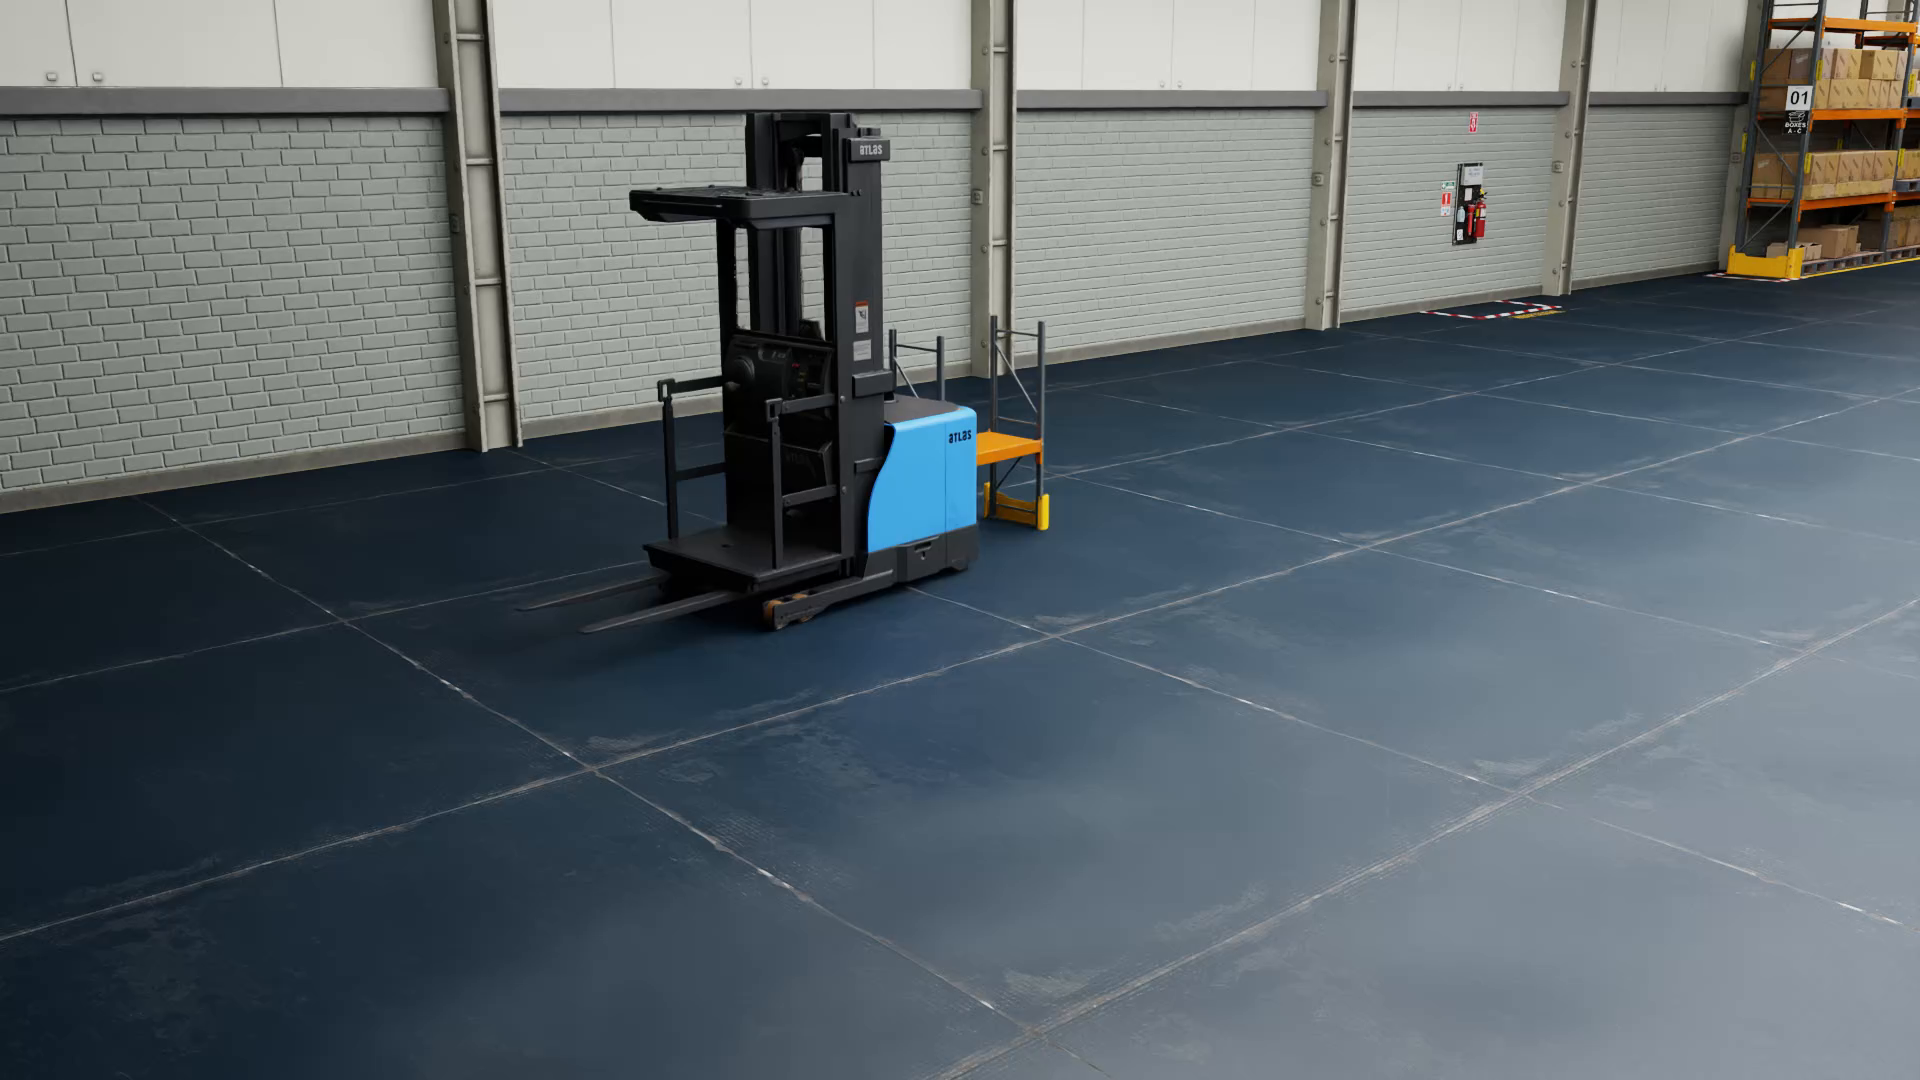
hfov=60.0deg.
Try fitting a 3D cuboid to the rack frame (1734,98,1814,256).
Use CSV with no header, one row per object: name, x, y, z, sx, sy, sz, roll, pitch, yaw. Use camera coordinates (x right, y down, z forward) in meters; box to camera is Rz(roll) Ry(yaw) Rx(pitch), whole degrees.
rack frame,13.982,-6.065,28.645,0.127,3.000,1.000,-13,19,-39

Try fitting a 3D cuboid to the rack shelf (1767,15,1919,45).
rack shelf,15.491,-8.954,29.233,4.000,0.370,1.077,-13,19,-39

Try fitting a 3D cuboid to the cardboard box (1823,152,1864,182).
cardboard box,15.694,-6.645,29.614,0.500,0.500,0.500,-12,19,-38

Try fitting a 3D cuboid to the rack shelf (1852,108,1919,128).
rack shelf,18.508,-8.184,32.156,4.000,0.370,1.077,-13,19,-39

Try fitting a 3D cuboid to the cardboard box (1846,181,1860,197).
cardboard box,15.712,-6.285,29.717,0.500,0.250,0.500,-12,19,-39

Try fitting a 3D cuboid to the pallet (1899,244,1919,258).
pallet,18.507,-5.736,32.814,1.213,0.211,1.003,-13,19,-39

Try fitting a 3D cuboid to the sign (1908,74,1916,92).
sign,17.362,-8.338,30.337,0.005,0.325,0.100,-13,19,-39

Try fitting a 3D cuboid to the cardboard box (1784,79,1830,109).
cardboard box,14.398,-7.581,28.272,0.500,0.500,0.500,-12,19,-38

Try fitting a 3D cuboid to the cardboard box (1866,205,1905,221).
cardboard box,17.874,-6.313,32.112,0.500,0.250,0.500,-13,20,-41

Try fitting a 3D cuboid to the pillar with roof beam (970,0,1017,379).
pillar with roof beam,3.189,-5.363,14.392,0.400,9.000,9.100,-13,19,-39

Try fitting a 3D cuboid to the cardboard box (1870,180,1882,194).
cardboard box,16.460,-6.458,30.367,0.500,0.250,0.500,-13,19,-39

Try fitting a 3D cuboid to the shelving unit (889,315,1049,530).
shelving unit,0.065,-0.763,11.701,0.587,1.500,1.083,14,20,42

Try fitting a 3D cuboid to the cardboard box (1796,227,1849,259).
cardboard box,15.579,-5.381,30.074,0.500,0.500,0.700,-14,21,-43

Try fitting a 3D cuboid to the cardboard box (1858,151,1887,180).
cardboard box,16.473,-6.817,30.256,0.500,0.500,0.500,-13,20,-40

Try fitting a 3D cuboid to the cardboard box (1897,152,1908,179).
cardboard box,17.406,-7.084,31.410,0.500,0.500,0.700,-13,19,-39

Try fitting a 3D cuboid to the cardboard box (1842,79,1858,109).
cardboard box,15.216,-7.753,28.919,0.500,0.500,0.500,-12,19,-37

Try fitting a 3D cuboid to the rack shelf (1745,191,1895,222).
rack shelf,15.491,-6.057,30.006,4.000,0.370,1.077,-13,19,-39

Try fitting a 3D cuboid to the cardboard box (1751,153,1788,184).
cardboard box,14.198,-6.486,29.019,0.500,0.500,0.500,-13,20,-40

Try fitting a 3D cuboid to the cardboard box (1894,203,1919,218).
cardboard box,18.652,-6.483,32.747,0.500,0.250,0.500,-13,20,-40

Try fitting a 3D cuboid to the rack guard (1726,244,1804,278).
rack guard,14.039,-4.871,29.016,0.348,0.500,1.175,-13,19,-39

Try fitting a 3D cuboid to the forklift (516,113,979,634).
forklift,-1.248,-1.041,9.969,1.130,2.935,3.031,14,20,41

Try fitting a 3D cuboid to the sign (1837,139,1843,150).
sign,16.633,-7.410,31.435,0.005,0.325,0.100,-13,19,-39

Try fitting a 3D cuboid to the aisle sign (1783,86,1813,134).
aisle sign,14.125,-7.251,28.045,0.004,0.787,0.394,-13,19,-39

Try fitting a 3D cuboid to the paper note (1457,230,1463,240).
paper note,7.348,-4.483,24.426,0.142,0.148,0.016,-13,19,-39

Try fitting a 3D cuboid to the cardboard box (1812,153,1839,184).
cardboard box,14.919,-6.469,28.955,0.500,0.500,0.500,-13,19,-39

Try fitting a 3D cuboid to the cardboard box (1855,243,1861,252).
cardboard box,16.616,-5.490,31.130,0.380,0.166,0.250,13,20,40

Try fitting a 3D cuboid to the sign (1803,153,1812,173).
sign,14.338,-6.378,28.138,0.005,0.325,0.100,-13,19,-39

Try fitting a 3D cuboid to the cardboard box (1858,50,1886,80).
cardboard box,16.006,-8.410,29.441,0.500,0.500,0.500,-14,20,-41

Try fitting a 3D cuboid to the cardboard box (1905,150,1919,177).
cardboard box,18.308,-7.294,32.200,0.500,0.500,0.700,-10,18,-32

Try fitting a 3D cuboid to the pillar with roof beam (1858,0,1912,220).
pillar with roof beam,21.295,-9.429,29.613,0.400,9.000,9.100,-13,19,-39

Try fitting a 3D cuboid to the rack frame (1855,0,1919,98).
rack frame,17.000,-9.641,30.408,0.127,3.000,1.000,-13,19,-39

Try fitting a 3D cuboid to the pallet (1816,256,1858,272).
pallet,15.595,-5.067,30.312,1.213,0.211,1.003,-13,19,-39

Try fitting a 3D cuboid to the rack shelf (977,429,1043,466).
rack shelf,0.059,-0.588,11.741,0.538,0.185,1.000,14,20,42

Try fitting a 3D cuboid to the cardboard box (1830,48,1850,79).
cardboard box,14.844,-8.149,28.462,0.500,0.500,0.500,-13,20,-40

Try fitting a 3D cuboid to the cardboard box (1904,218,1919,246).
cardboard box,18.312,-6.052,32.585,0.500,0.500,0.700,-12,19,-39

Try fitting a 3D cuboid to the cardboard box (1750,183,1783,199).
cardboard box,14.207,-6.120,29.100,0.500,0.250,0.500,-12,19,-39

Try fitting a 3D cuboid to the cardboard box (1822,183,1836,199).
cardboard box,14.941,-6.114,29.080,0.500,0.250,0.500,-13,20,-41

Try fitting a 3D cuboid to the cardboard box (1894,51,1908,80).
cardboard box,16.800,-8.596,30.135,0.500,0.500,0.500,14,20,42

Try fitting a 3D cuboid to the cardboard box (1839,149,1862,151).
cardboard box,16.508,-7.004,30.956,0.500,0.500,0.500,-13,20,-41

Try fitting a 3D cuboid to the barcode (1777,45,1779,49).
barcode,14.189,-8.553,28.853,0.075,0.075,0.001,-13,19,-39

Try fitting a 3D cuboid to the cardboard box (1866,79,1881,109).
cardboard box,15.998,-7.932,29.588,0.500,0.500,0.500,-14,20,-41

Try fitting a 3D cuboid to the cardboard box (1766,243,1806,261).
cardboard box,14.563,-5.079,29.308,0.500,0.311,0.500,13,20,41

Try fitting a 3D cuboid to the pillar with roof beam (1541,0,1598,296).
pillar with roof beam,12.242,-7.396,22.002,0.400,9.000,9.100,-13,19,-39

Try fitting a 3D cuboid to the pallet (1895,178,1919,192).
pallet,17.672,-6.752,31.585,1.213,0.211,1.003,-13,19,-39

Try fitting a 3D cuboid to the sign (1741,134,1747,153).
sign,13.633,-6.889,28.872,0.005,0.325,0.100,-13,19,-39

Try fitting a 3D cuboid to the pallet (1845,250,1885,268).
pallet,16.516,-5.275,31.090,1.213,0.211,1.003,-13,19,-39

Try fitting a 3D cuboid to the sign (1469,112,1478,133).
sign,7.455,-6.063,24.143,0.199,0.298,0.001,-13,19,-39

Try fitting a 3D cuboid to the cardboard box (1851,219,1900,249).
cardboard box,17.544,-5.876,31.927,0.500,0.500,0.700,-12,19,-38

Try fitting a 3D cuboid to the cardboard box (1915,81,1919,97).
cardboard box,17.929,-8.533,31.431,0.500,0.311,0.500,-12,19,-38

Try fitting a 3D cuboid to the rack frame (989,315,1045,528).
rack frame,0.411,-0.856,12.049,0.500,1.500,0.032,14,20,42

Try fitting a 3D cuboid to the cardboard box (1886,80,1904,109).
cardboard box,16.779,-8.116,30.277,0.500,0.500,0.500,-12,19,-38
